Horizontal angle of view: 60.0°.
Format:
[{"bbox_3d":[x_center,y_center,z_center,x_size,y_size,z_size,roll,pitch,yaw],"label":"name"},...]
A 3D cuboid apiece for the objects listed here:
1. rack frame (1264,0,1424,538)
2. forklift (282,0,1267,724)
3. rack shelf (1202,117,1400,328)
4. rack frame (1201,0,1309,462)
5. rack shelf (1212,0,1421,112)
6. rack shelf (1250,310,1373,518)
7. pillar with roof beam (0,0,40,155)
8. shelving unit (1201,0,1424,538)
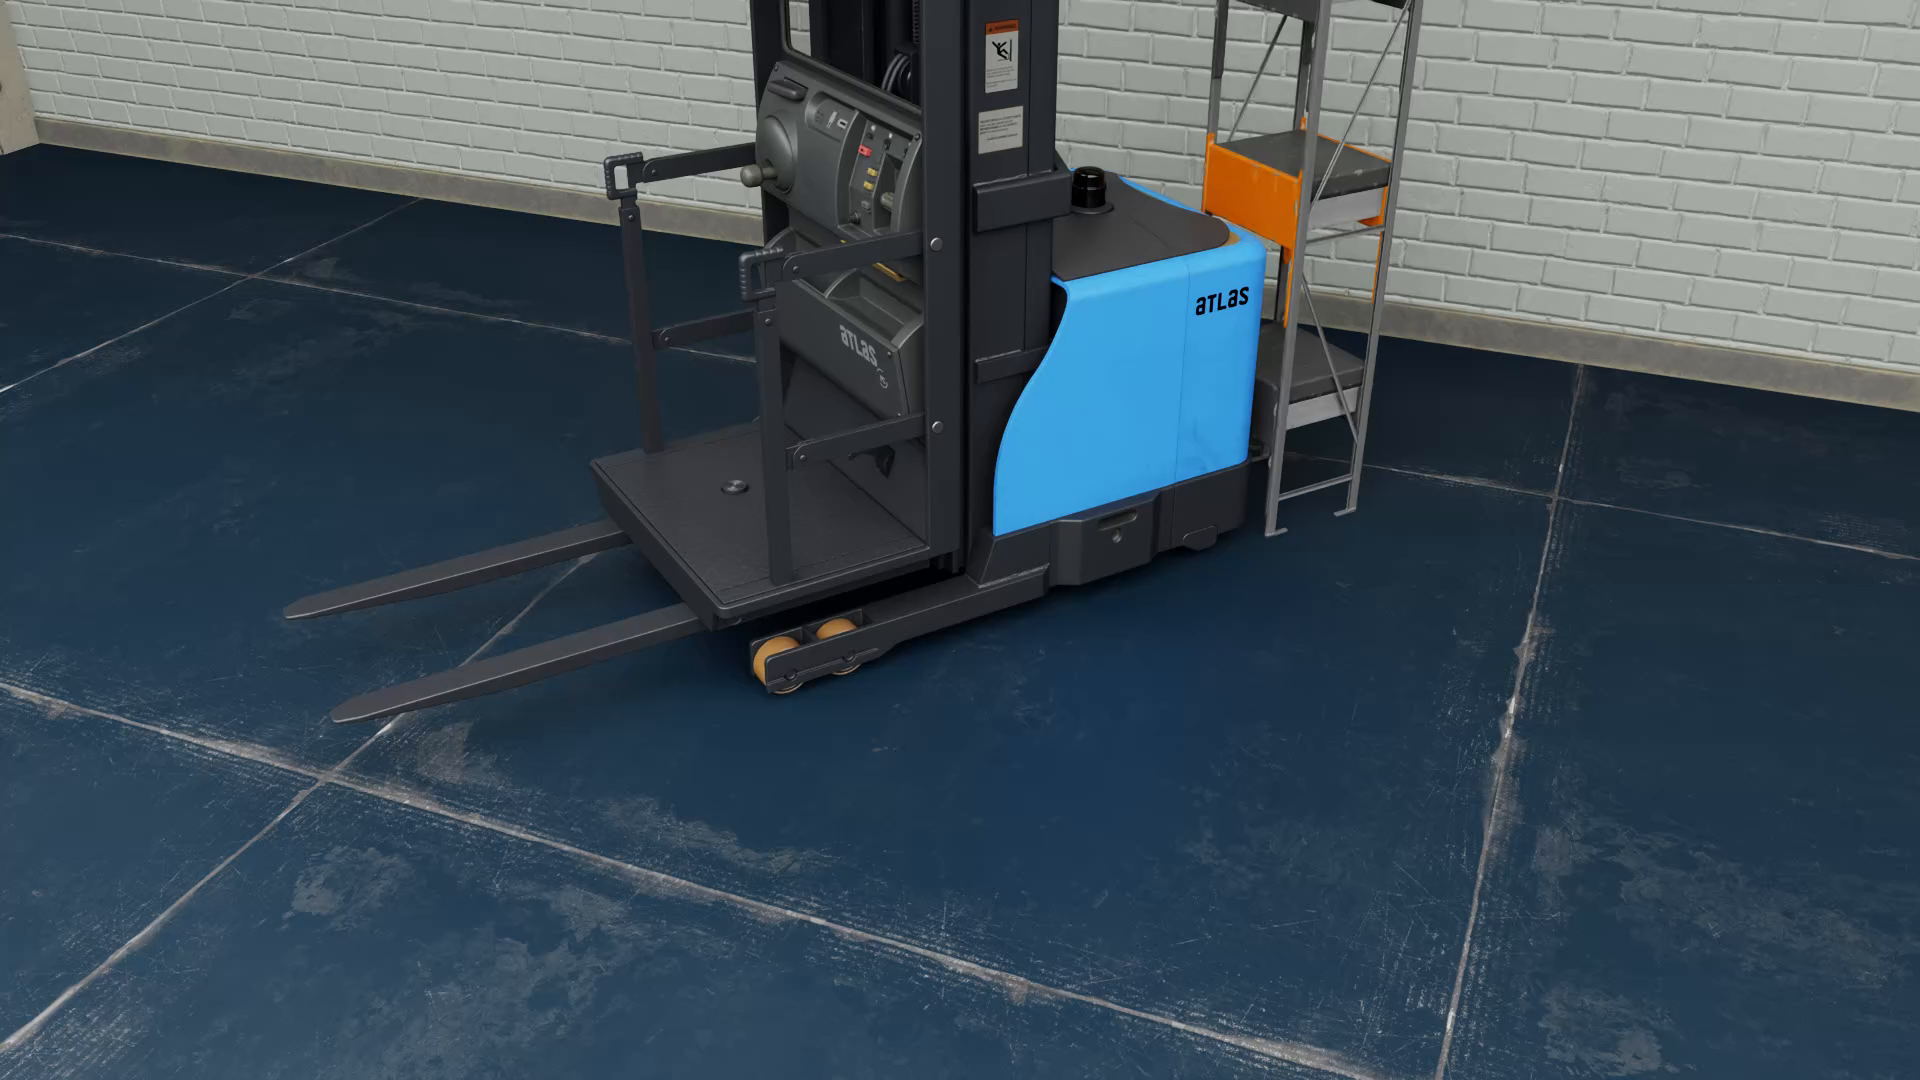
[{"bbox_3d":[1.234,-0.971,5.335,0.400,2.100,0.015,-15,33,-25],"label":"rack frame"},{"bbox_3d":[-0.541,-1.117,4.747,3.031,2.935,1.130,-16,33,-27],"label":"forklift"},{"bbox_3d":[1.114,-1.064,5.526,0.431,0.518,0.480,-15,33,-25],"label":"rack shelf"},{"bbox_3d":[0.994,-1.181,5.705,0.400,2.100,0.015,-15,33,-25],"label":"rack frame"},{"bbox_3d":[1.114,-1.673,5.182,0.431,0.518,0.480,-15,33,-25],"label":"rack shelf"},{"bbox_3d":[1.114,-0.455,5.871,0.431,0.518,0.480,-15,33,-25],"label":"rack shelf"},{"bbox_3d":[-7.355,-4.314,4.238,0.400,9.000,9.100,11,31,19],"label":"pillar with roof beam"},{"bbox_3d":[1.114,-1.076,5.520,0.431,2.100,0.503,-15,33,-25],"label":"shelving unit"}]
